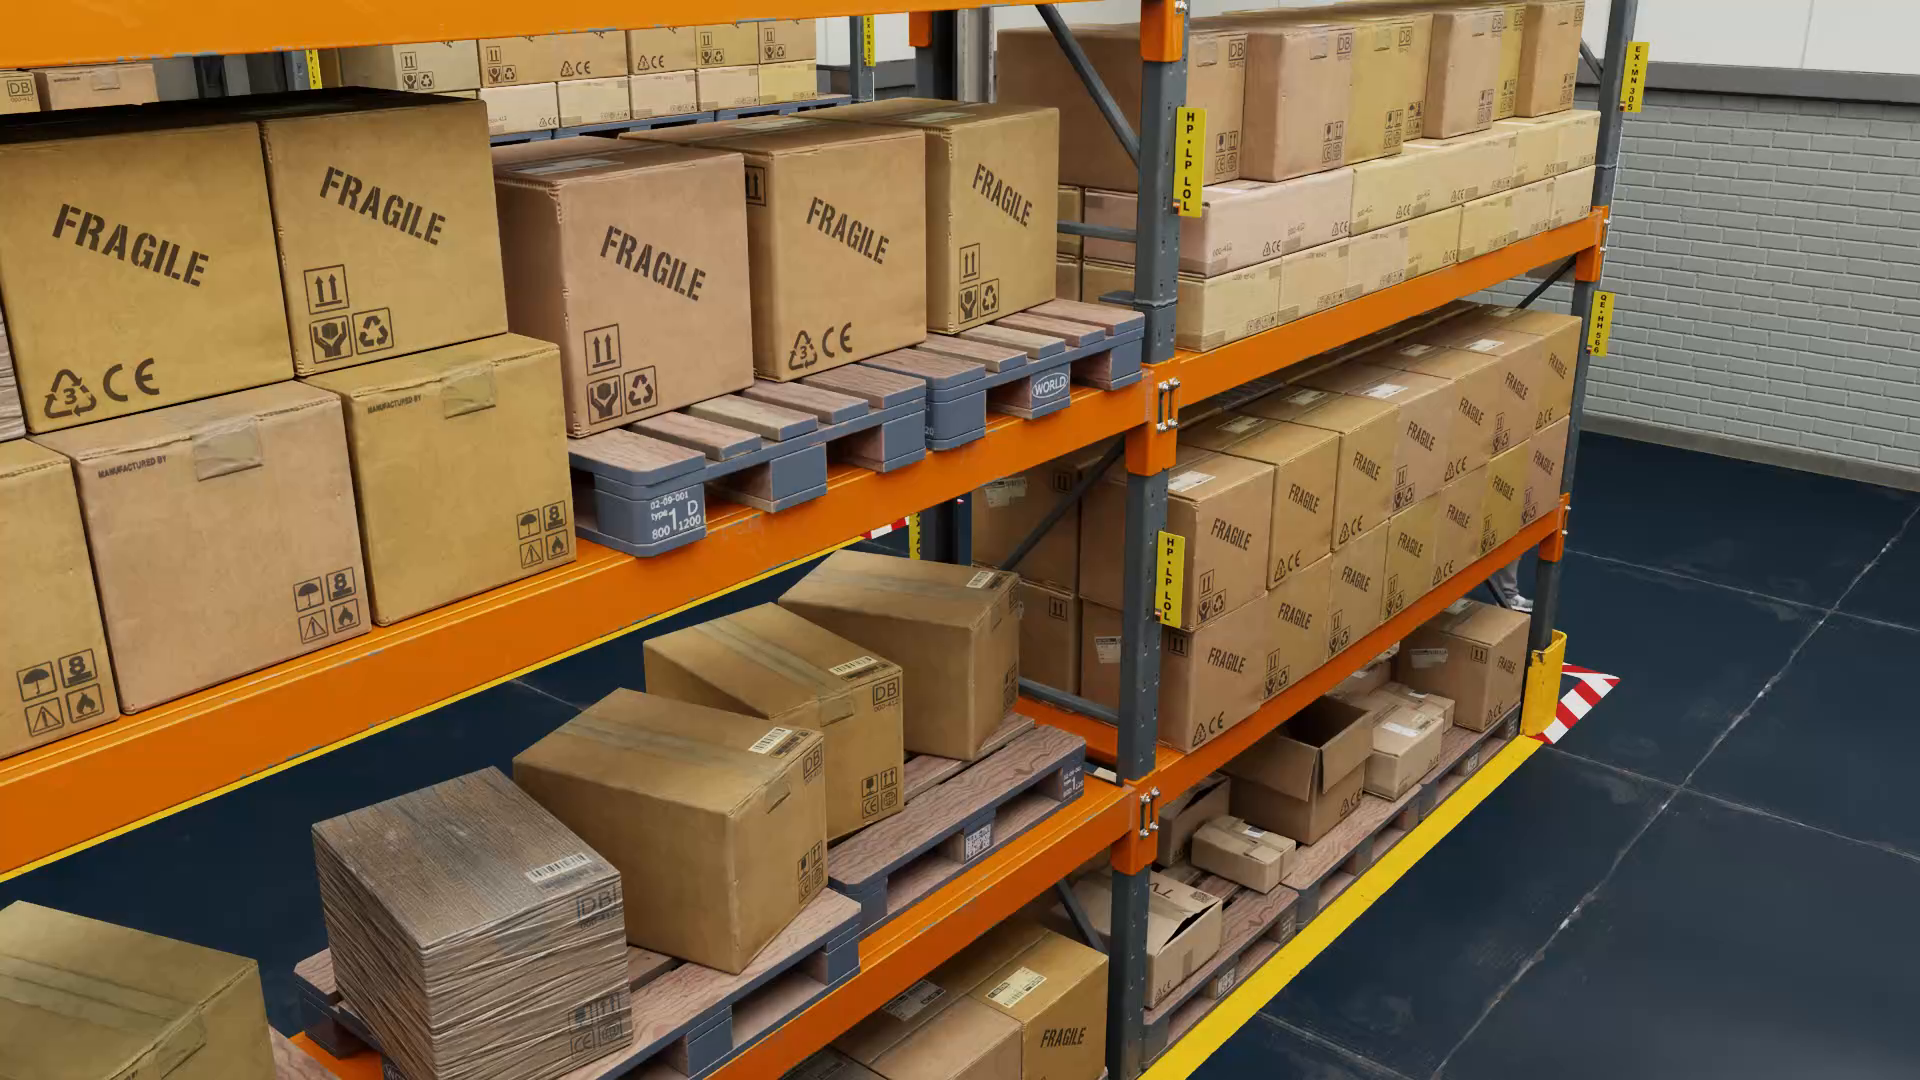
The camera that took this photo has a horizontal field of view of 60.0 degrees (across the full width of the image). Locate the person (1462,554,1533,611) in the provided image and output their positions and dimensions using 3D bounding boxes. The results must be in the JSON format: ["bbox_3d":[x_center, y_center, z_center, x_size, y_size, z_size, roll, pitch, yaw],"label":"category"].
[{"bbox_3d":[3.364,-0.301,10.357,0.612,1.583,0.465,10,23,25],"label":"person"}]
